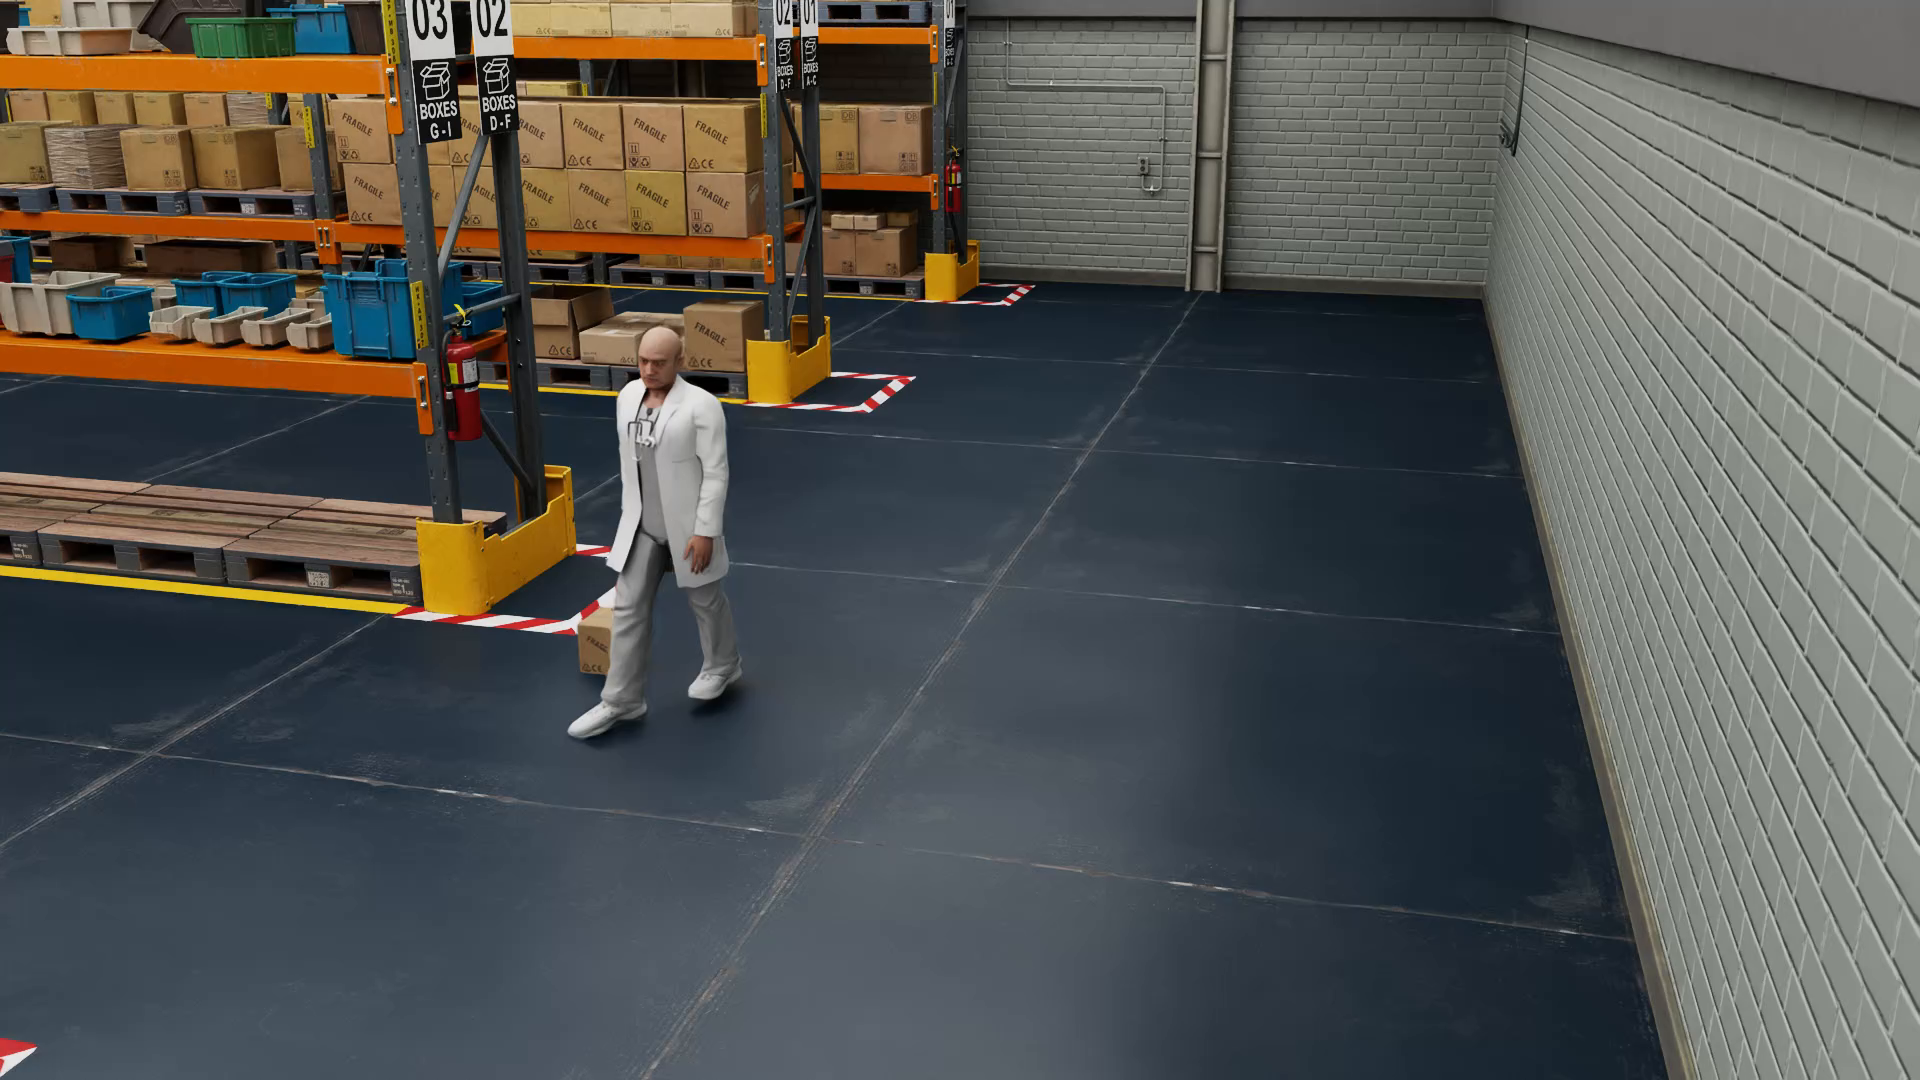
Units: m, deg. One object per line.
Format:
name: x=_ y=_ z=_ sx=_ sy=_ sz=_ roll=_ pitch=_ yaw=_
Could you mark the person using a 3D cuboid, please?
person: x=-1.275 y=-0.058 z=7.248 sx=0.648 sy=1.779 sz=0.835 roll=7 pitch=19 yaw=21
